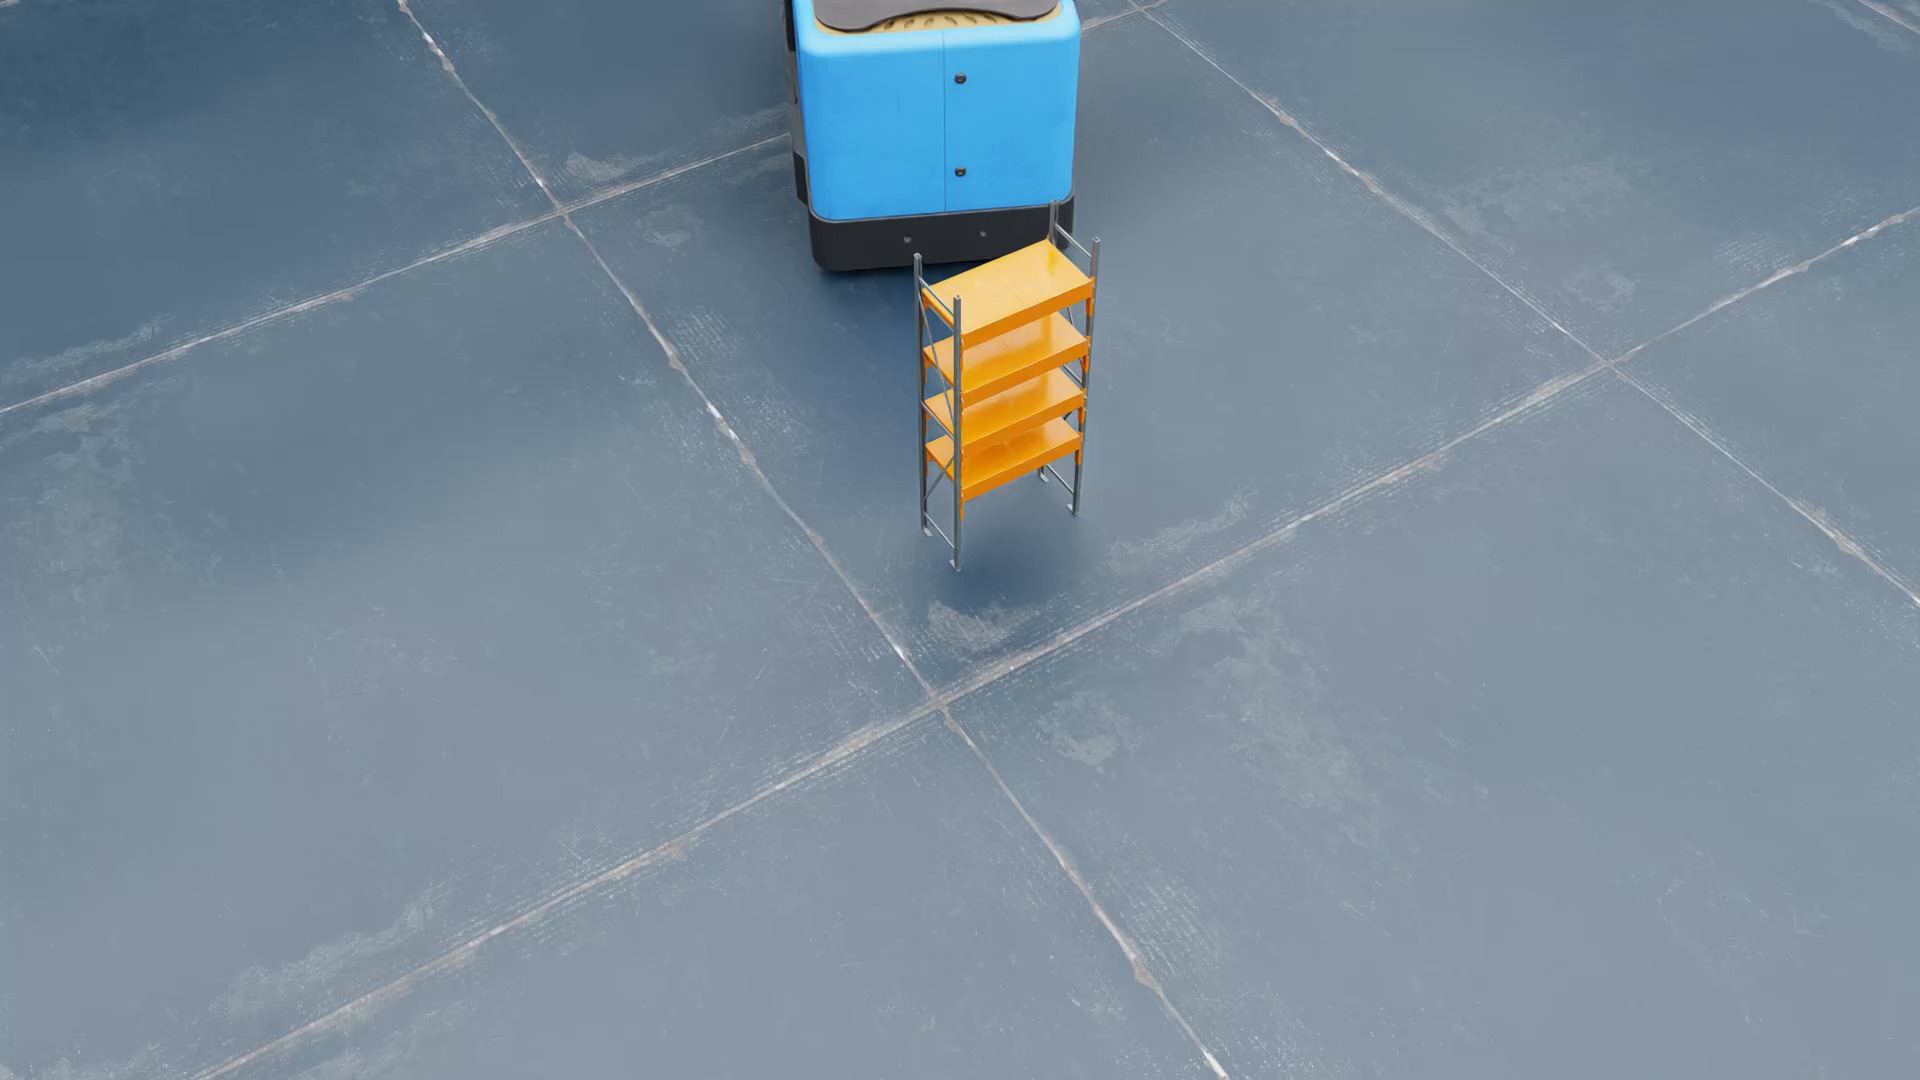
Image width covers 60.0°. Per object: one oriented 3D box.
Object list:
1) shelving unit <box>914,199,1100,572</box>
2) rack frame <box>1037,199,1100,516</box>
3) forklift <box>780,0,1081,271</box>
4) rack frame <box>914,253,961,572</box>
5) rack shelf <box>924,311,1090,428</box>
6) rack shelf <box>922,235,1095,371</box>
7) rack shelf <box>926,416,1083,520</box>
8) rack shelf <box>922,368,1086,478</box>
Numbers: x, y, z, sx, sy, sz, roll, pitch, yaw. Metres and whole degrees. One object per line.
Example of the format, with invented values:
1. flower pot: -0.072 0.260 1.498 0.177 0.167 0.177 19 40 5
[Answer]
1. shelving unit: 0.140 -0.465 5.361 0.503 1.200 0.258 -25 53 -21
2. rack frame: 0.346 -0.562 5.447 0.015 1.200 0.240 -25 53 -21
3. forklift: -0.243 -3.156 6.598 1.130 2.935 3.031 -5 49 -5
4. rack frame: -0.066 -0.368 5.274 0.015 1.200 0.240 -25 53 -21
5. rack shelf: 0.140 -0.569 5.244 0.480 0.148 0.258 -25 53 -21
6. rack shelf: 0.140 -0.726 5.067 0.480 0.148 0.258 -25 53 -21
7. rack shelf: 0.140 -0.288 5.559 0.480 0.148 0.258 -25 53 -21
8. rack shelf: 0.140 -0.420 5.411 0.480 0.148 0.258 -25 53 -21
